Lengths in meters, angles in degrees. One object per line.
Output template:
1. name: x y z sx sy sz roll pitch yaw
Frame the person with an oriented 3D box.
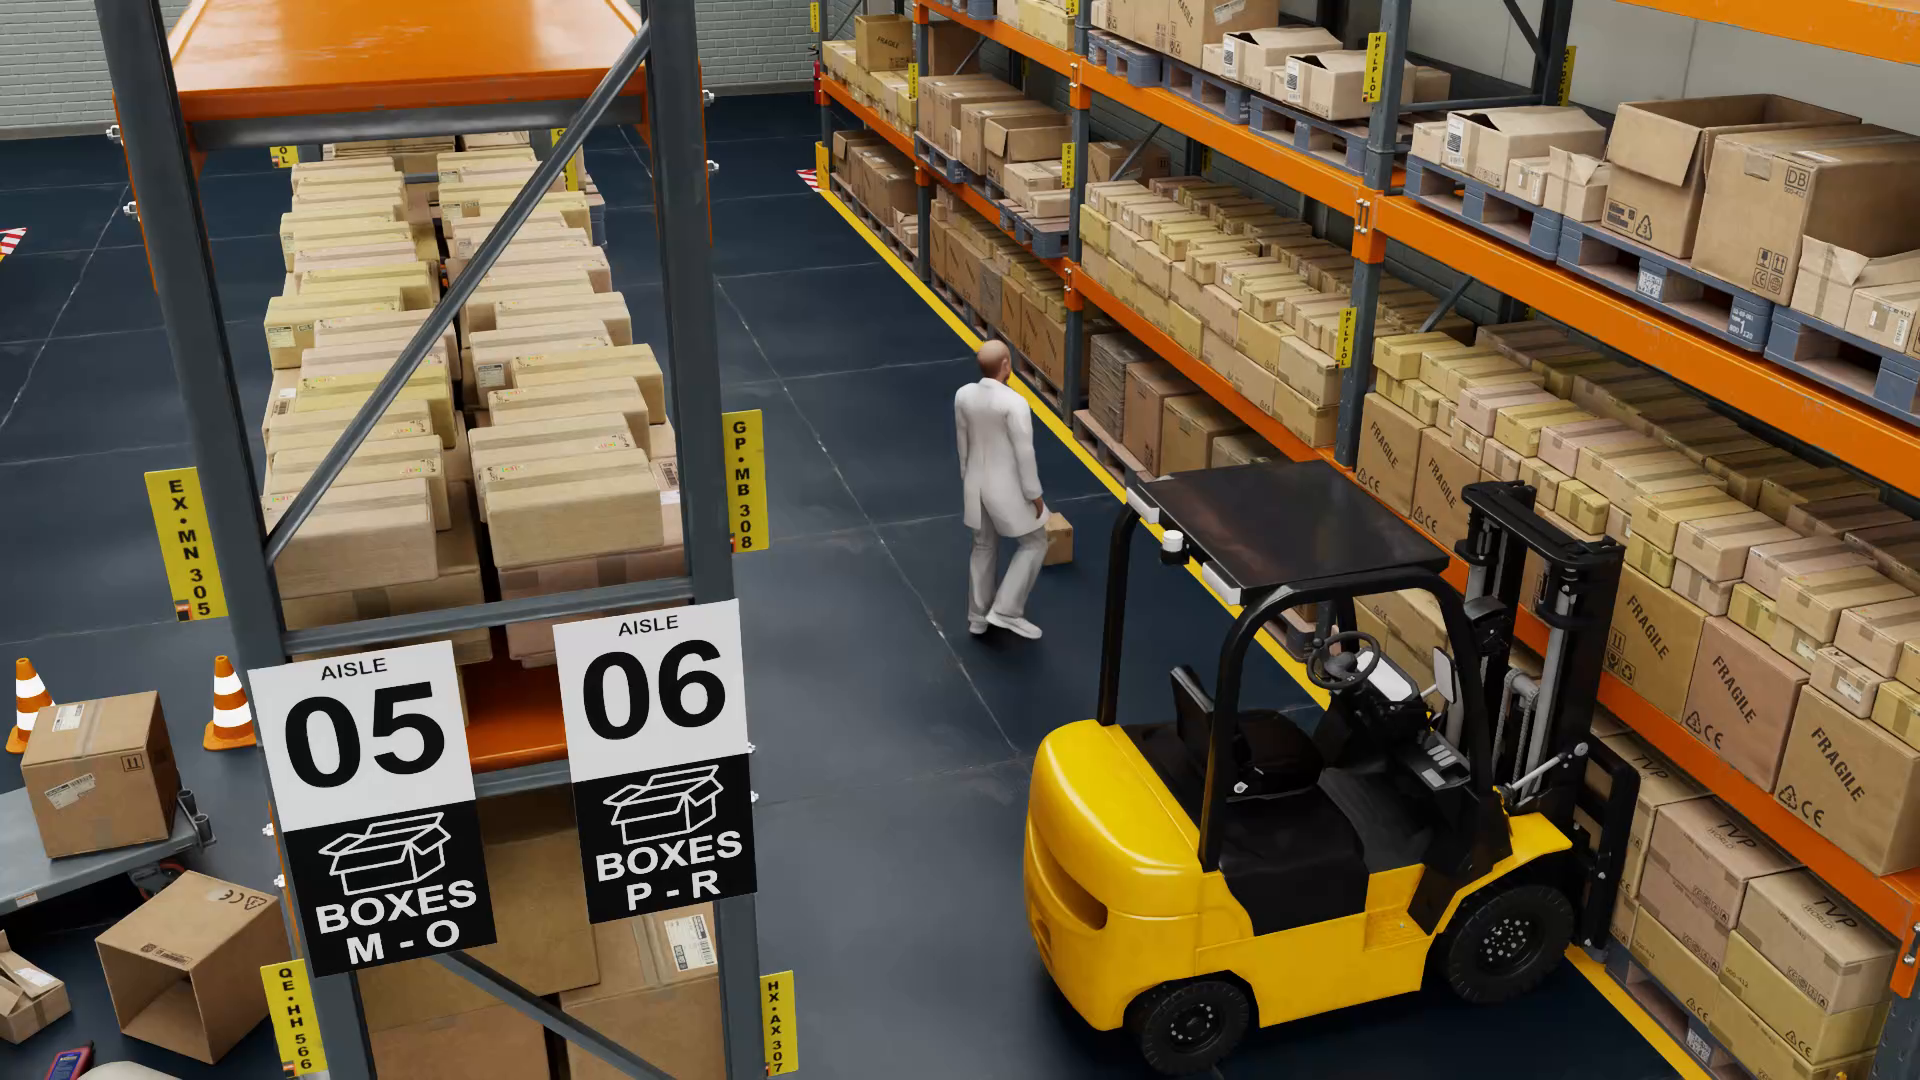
1. person: 0.226 -0.288 9.672 0.653 1.774 0.496 22 33 37
